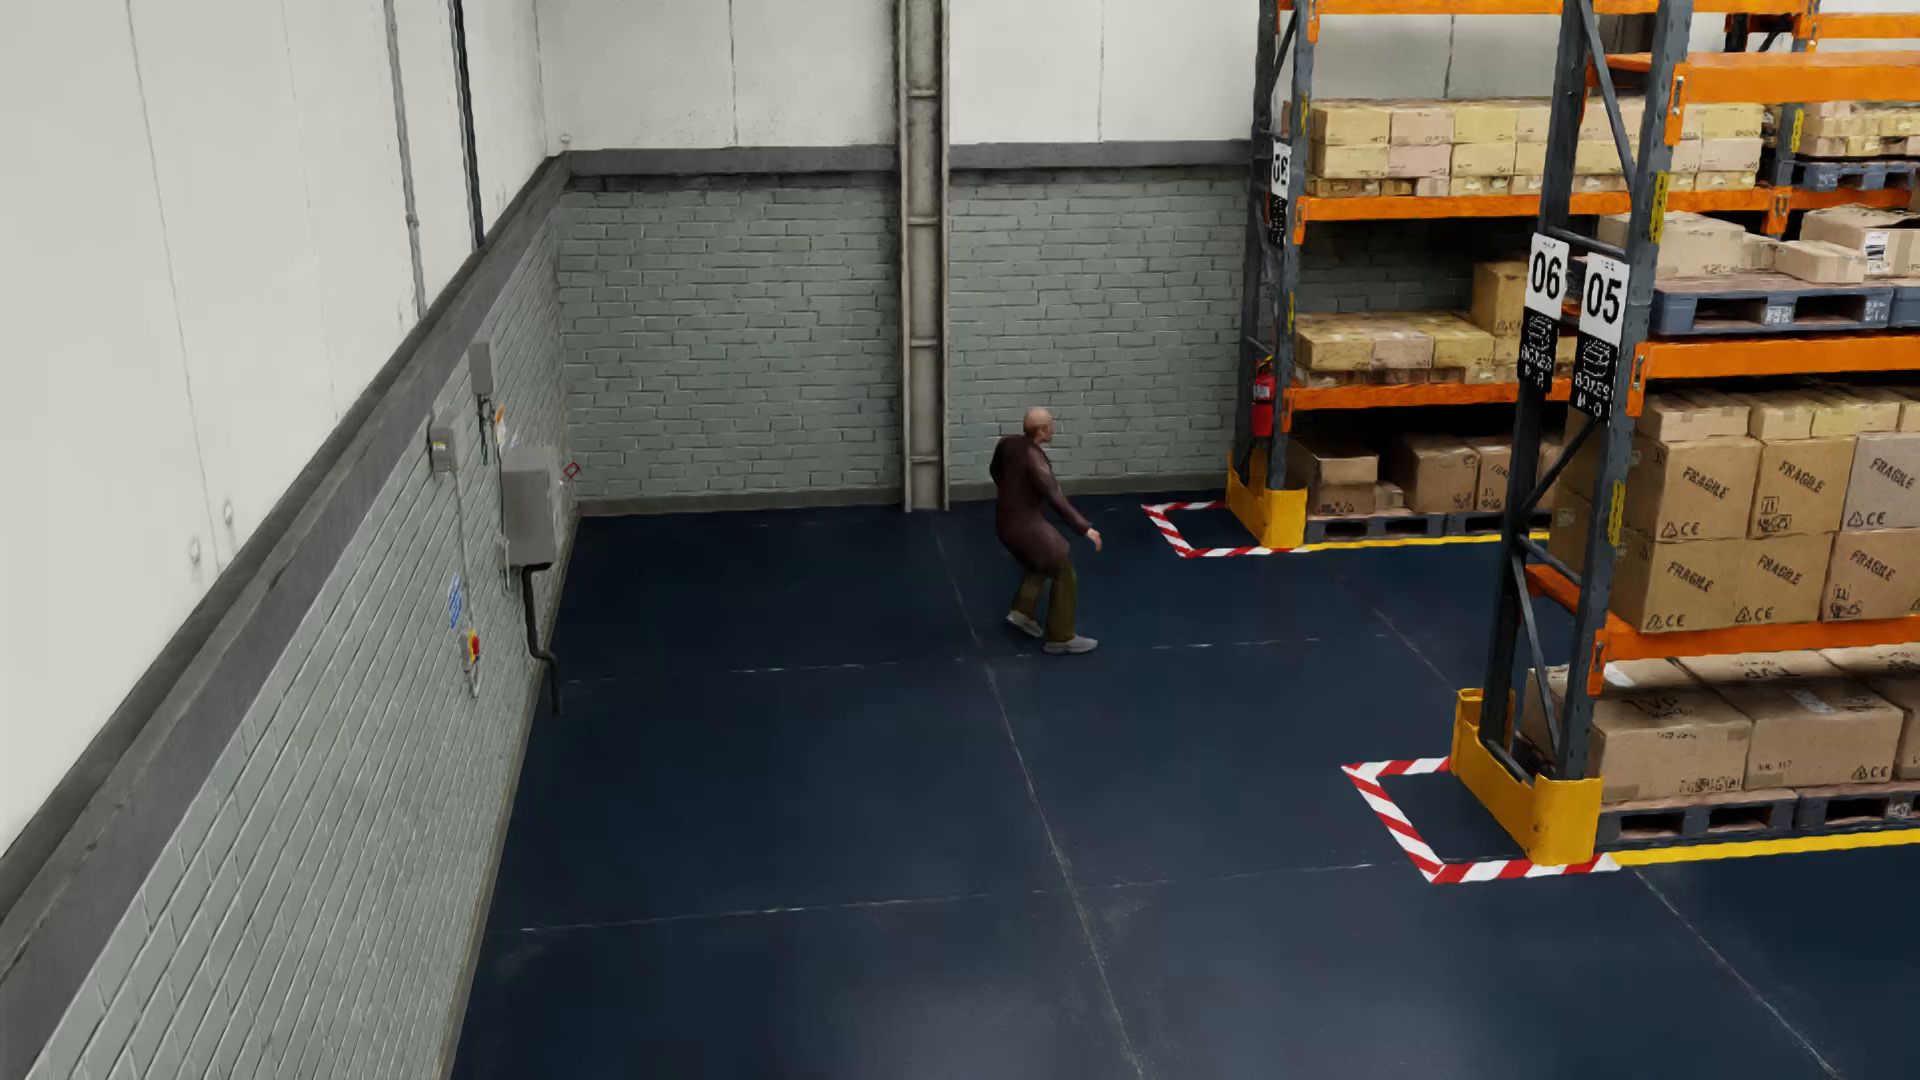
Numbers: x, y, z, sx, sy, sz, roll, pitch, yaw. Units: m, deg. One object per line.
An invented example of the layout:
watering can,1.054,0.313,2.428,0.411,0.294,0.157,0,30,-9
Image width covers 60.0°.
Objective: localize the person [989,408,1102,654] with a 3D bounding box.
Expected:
person,0.547,-0.073,11.497,0.494,1.693,0.965,-12,23,-31
